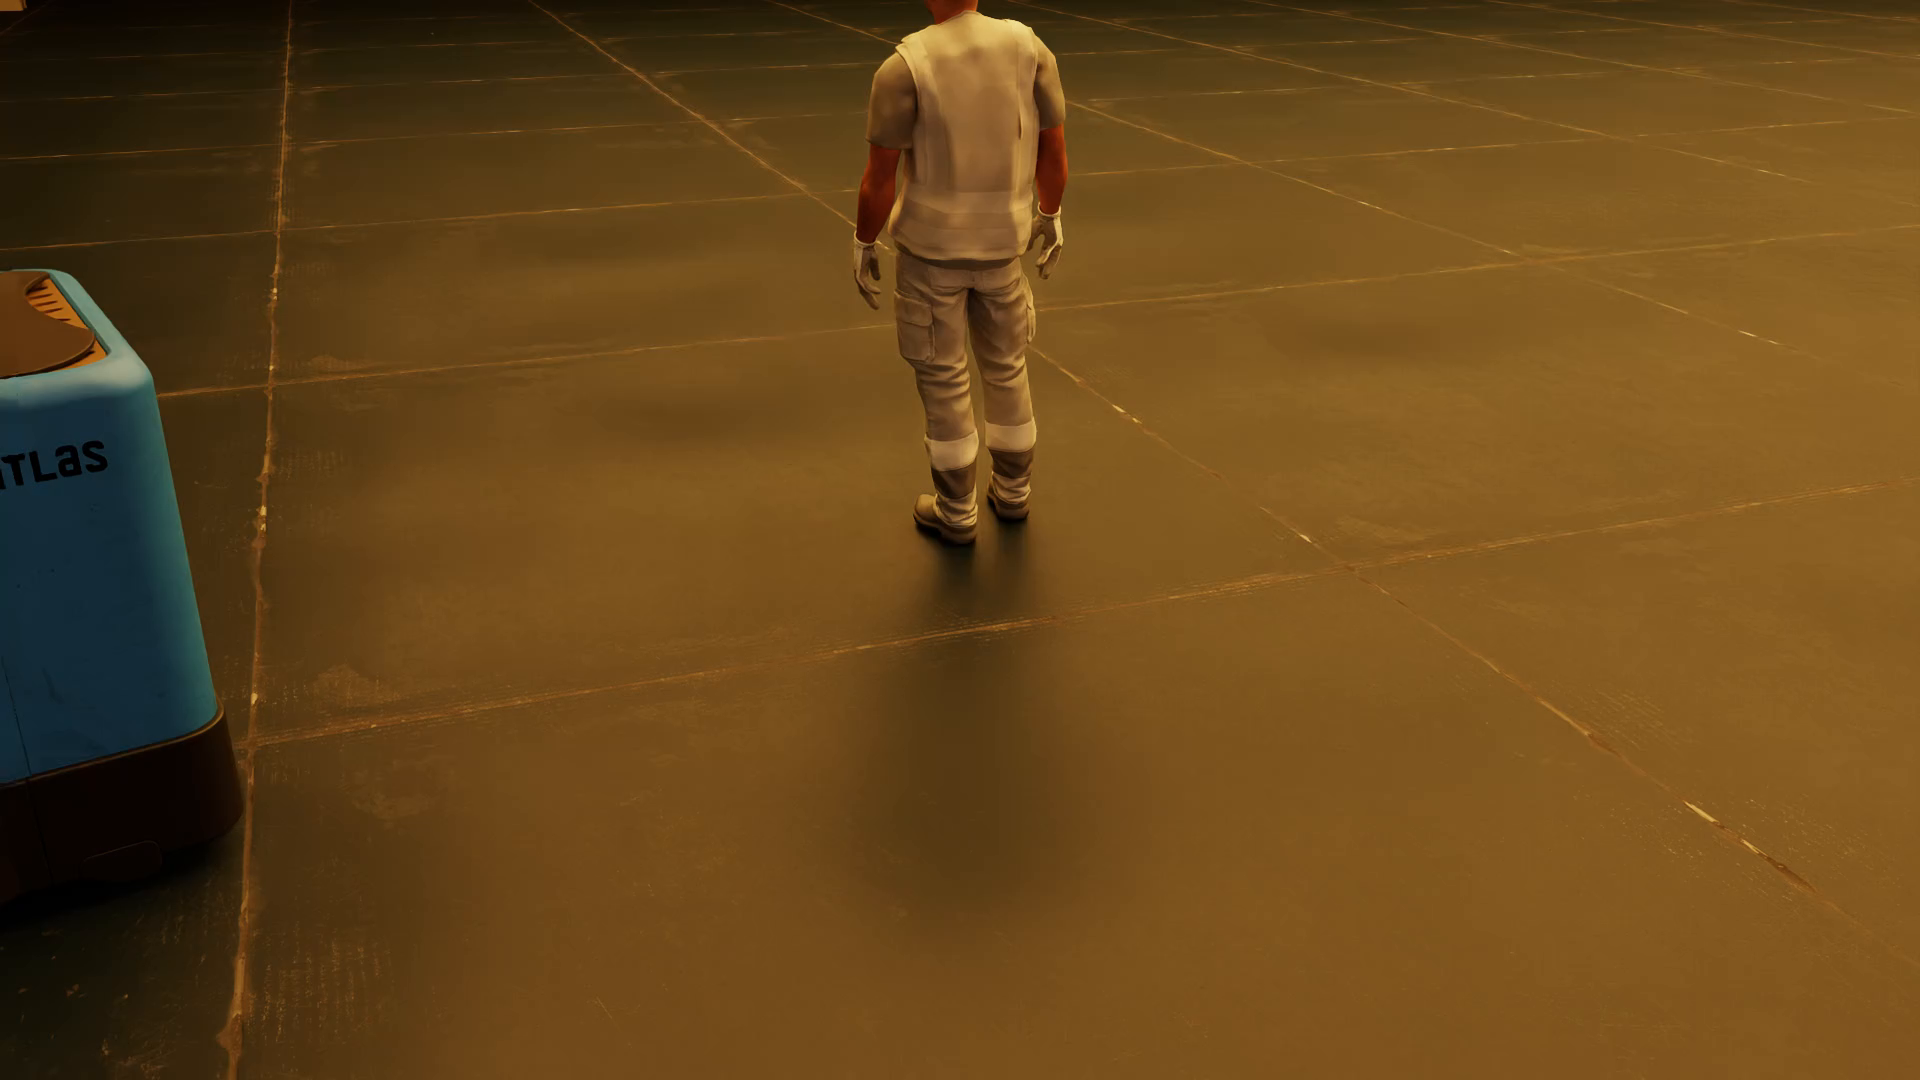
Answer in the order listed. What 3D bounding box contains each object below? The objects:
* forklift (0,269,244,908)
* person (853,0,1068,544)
[{"bbox_3d":[-3.018,-0.521,2.538,3.031,2.935,1.130,-15,27,-32],"label":"forklift"},{"bbox_3d":[-0.016,-0.862,4.804,0.637,1.790,0.562,-8,24,-18],"label":"person"}]
